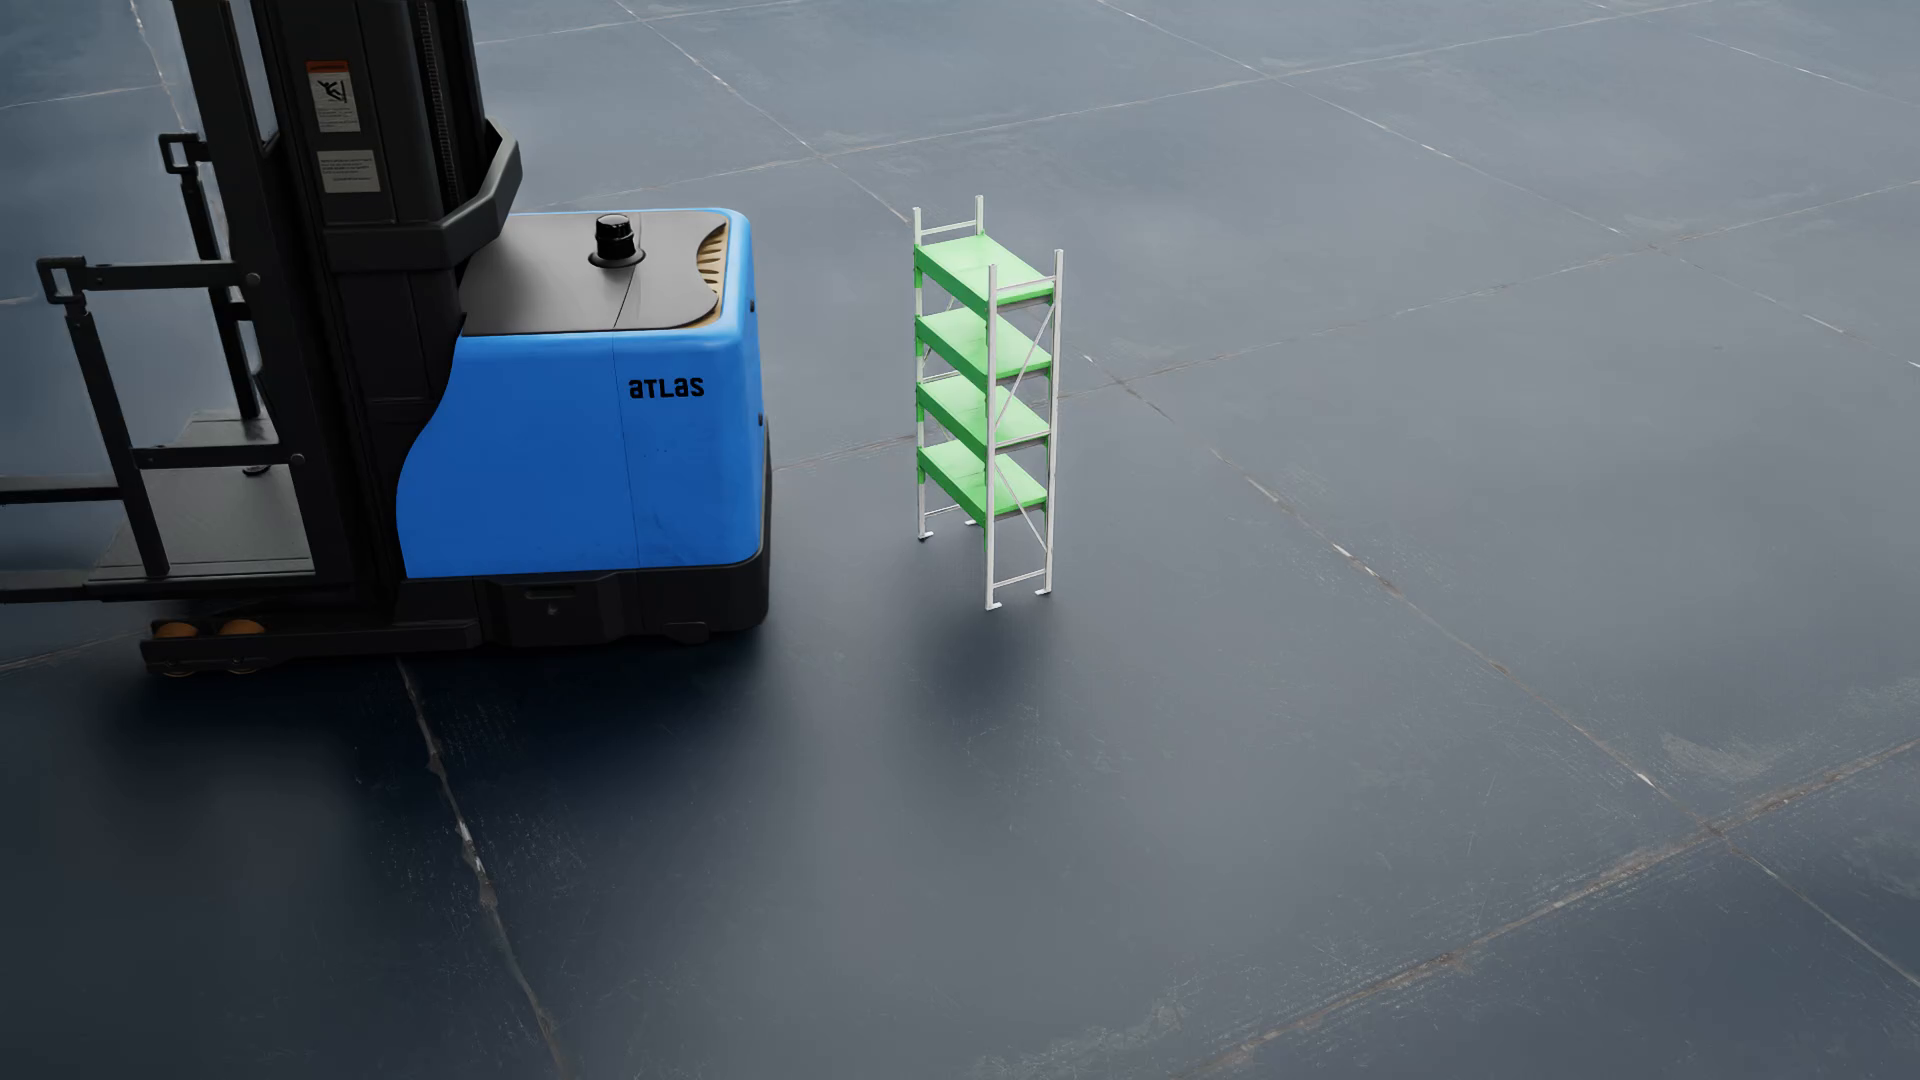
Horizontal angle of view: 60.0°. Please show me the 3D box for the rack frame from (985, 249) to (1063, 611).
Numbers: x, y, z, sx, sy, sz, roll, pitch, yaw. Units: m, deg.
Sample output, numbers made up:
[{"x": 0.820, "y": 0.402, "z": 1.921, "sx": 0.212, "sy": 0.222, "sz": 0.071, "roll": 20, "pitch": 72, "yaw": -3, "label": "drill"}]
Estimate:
[{"x": 0.191, "y": -0.310, "z": 5.121, "sx": 0.240, "sy": 1.200, "sz": 0.015, "roll": -16, "pitch": 36, "yaw": -23, "label": "rack frame"}]

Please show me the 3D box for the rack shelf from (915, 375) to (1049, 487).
[{"x": 0.077, "y": -0.372, "z": 5.337, "sx": 0.258, "sy": 0.148, "sz": 0.480, "roll": -16, "pitch": 36, "yaw": -23, "label": "rack shelf"}]

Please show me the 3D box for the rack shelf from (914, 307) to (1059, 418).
[{"x": 0.077, "y": -0.575, "z": 5.208, "sx": 0.258, "sy": 0.148, "sz": 0.480, "roll": -16, "pitch": 36, "yaw": -23, "label": "rack shelf"}]

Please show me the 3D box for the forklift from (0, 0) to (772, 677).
[{"x": -2.152, "y": -1.112, "z": 4.768, "sx": 3.031, "sy": 2.935, "sz": 1.130, "roll": -2, "pitch": 33, "yaw": -4, "label": "forklift"}]

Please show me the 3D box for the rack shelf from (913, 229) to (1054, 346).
[{"x": 0.077, "y": -0.777, "z": 5.079, "sx": 0.258, "sy": 0.148, "sz": 0.480, "roll": -16, "pitch": 36, "yaw": -23, "label": "rack shelf"}]

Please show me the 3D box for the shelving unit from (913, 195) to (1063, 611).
[{"x": 0.077, "y": -0.426, "z": 5.303, "sx": 0.258, "sy": 1.200, "sz": 0.503, "roll": -16, "pitch": 36, "yaw": -23, "label": "shelving unit"}]

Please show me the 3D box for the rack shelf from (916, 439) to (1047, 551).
[{"x": 0.077, "y": -0.170, "z": 5.467, "sx": 0.258, "sy": 0.148, "sz": 0.480, "roll": -16, "pitch": 36, "yaw": -23, "label": "rack shelf"}]

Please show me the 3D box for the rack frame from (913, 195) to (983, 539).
[{"x": -0.037, "y": -0.543, "z": 5.485, "sx": 0.240, "sy": 1.200, "sz": 0.015, "roll": -16, "pitch": 36, "yaw": -23, "label": "rack frame"}]
